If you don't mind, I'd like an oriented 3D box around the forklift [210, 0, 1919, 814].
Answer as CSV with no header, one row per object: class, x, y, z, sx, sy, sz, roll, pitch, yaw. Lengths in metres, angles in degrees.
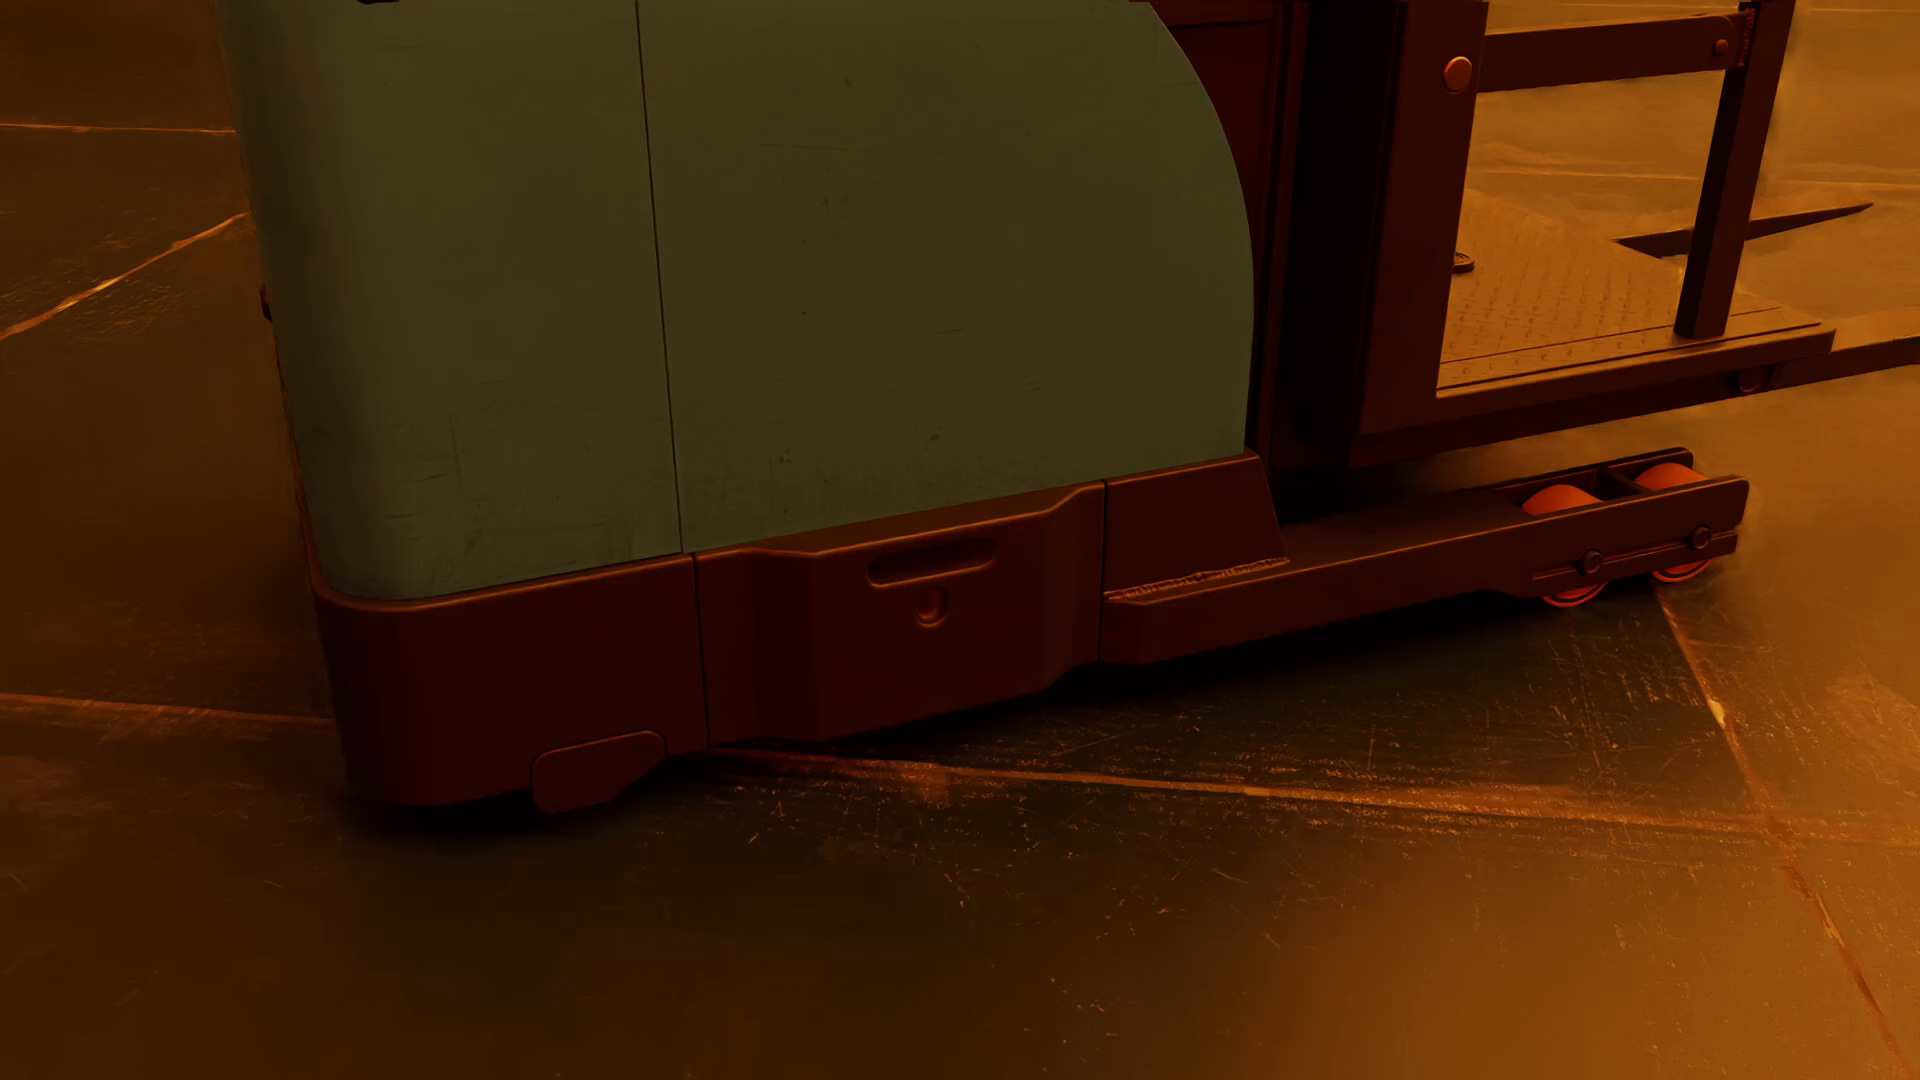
forklift,0.564,-1.424,2.072,3.031,2.935,1.130,-11,28,-20
